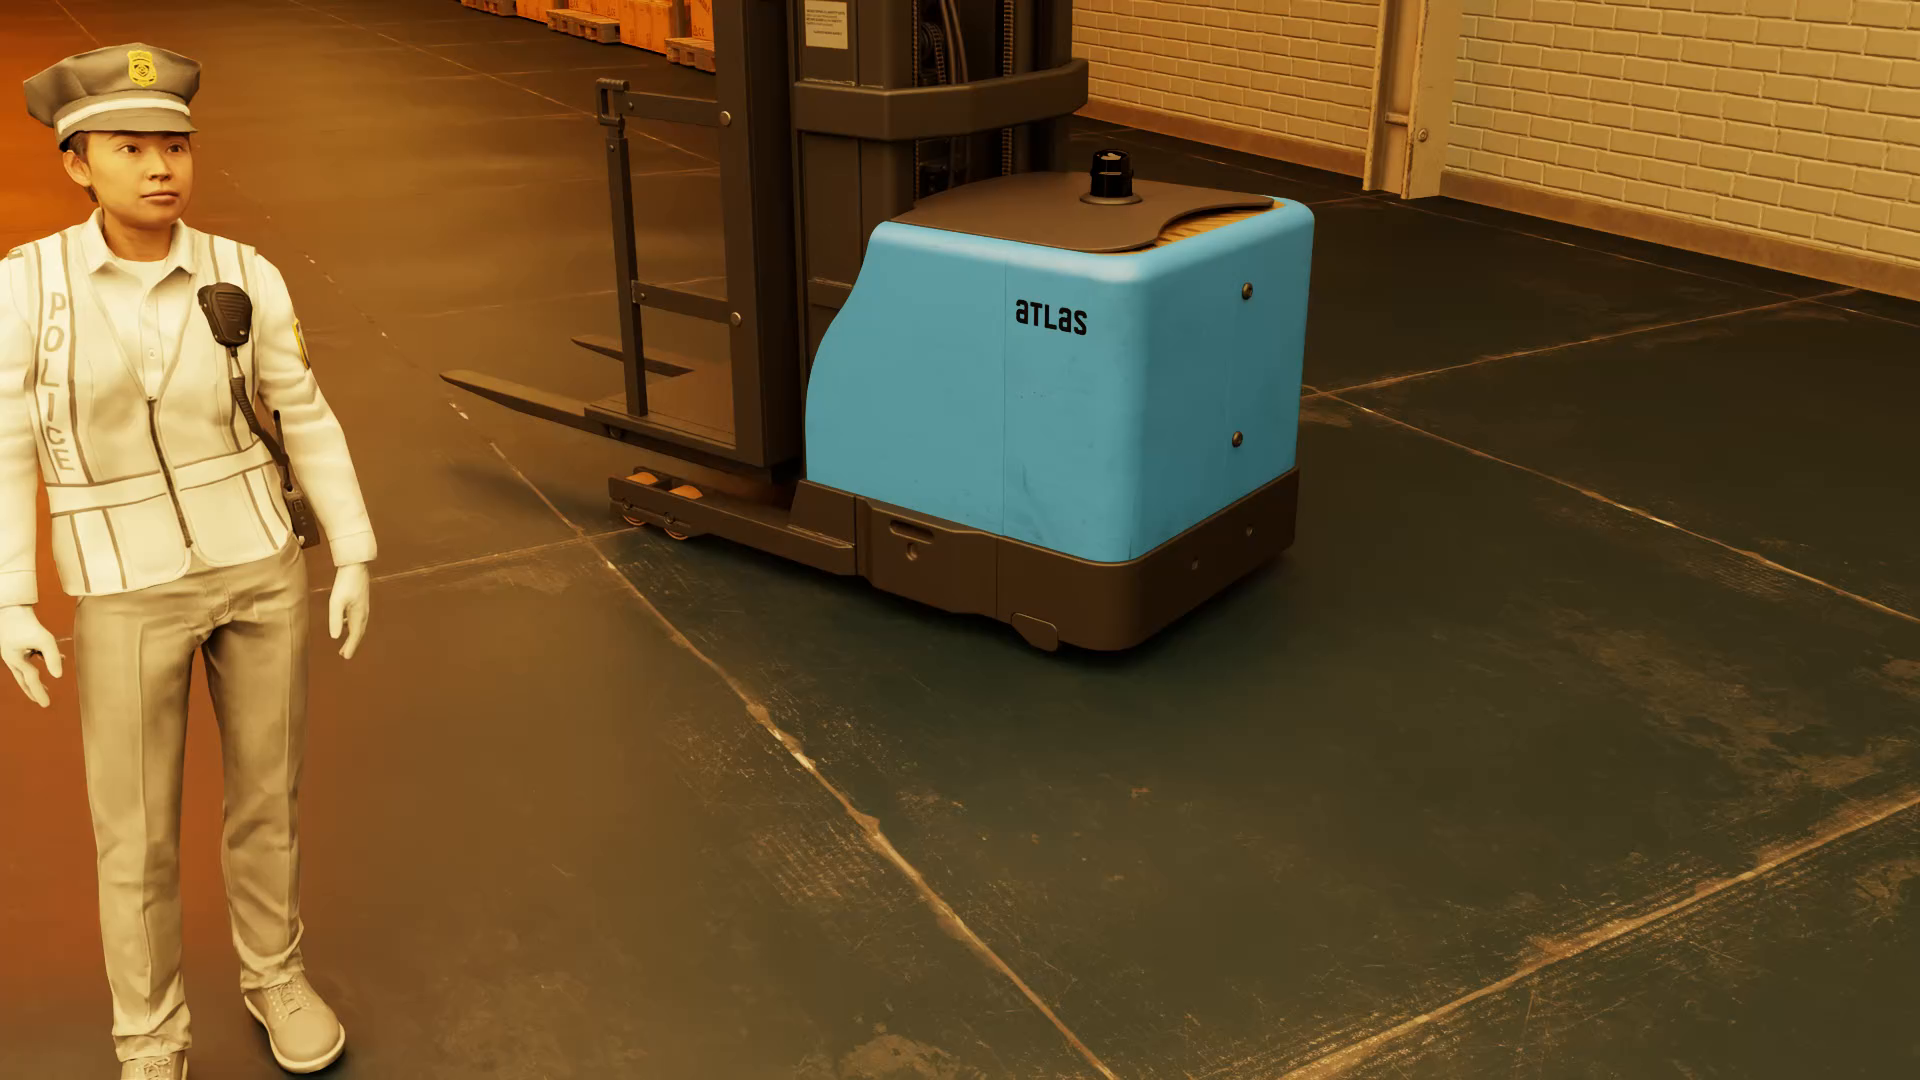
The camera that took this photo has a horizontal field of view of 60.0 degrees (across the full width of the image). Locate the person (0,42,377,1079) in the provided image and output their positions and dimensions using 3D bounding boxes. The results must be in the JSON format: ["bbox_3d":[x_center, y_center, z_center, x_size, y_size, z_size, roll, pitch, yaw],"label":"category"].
[{"bbox_3d":[-1.215,0.097,2.646,0.588,1.694,0.531,-14,26,-30],"label":"person"}]

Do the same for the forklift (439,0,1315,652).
[{"bbox_3d":[-0.481,-1.497,4.922,3.031,2.935,1.130,16,27,34],"label":"forklift"}]
